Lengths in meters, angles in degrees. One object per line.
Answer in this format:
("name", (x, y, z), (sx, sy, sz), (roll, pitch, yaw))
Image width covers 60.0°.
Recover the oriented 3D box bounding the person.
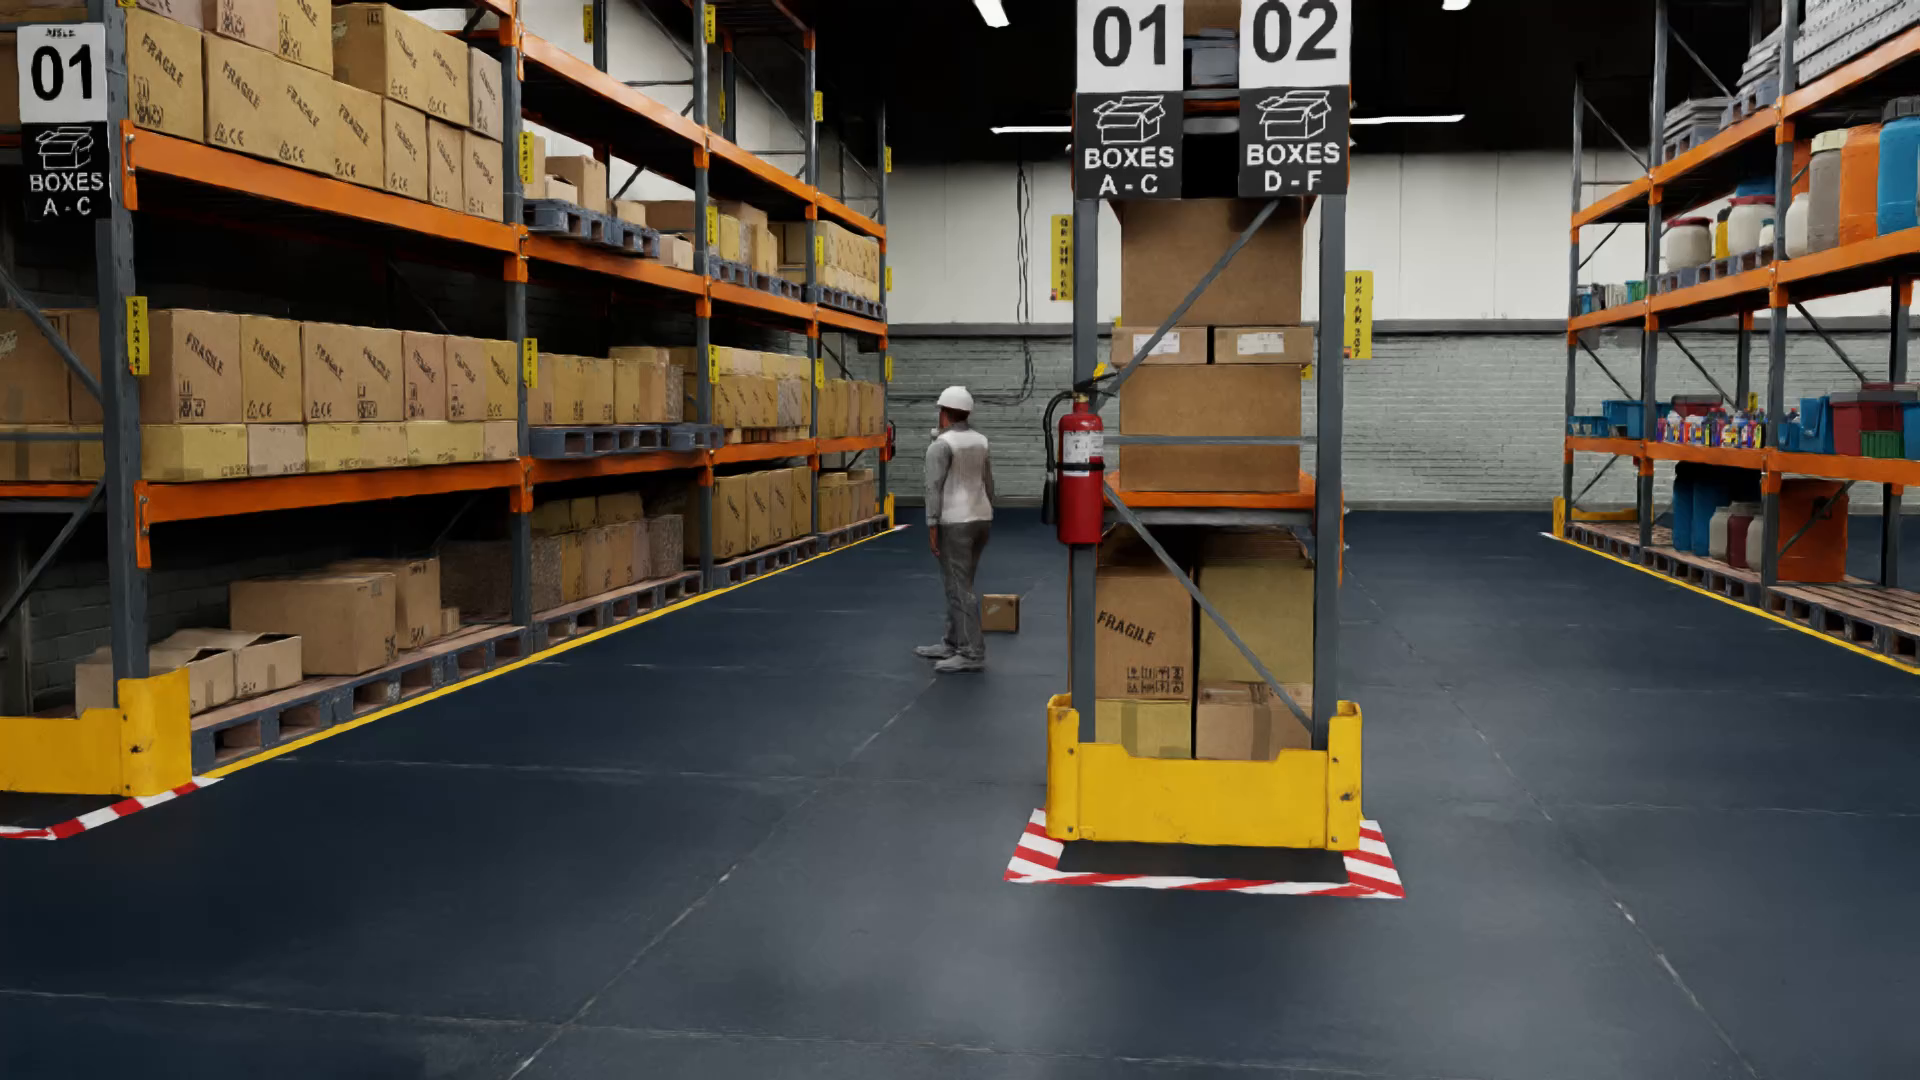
("person", (-0.034, -0.087, 10.509), (0.598, 1.774, 0.639), (3, 5, 35))
